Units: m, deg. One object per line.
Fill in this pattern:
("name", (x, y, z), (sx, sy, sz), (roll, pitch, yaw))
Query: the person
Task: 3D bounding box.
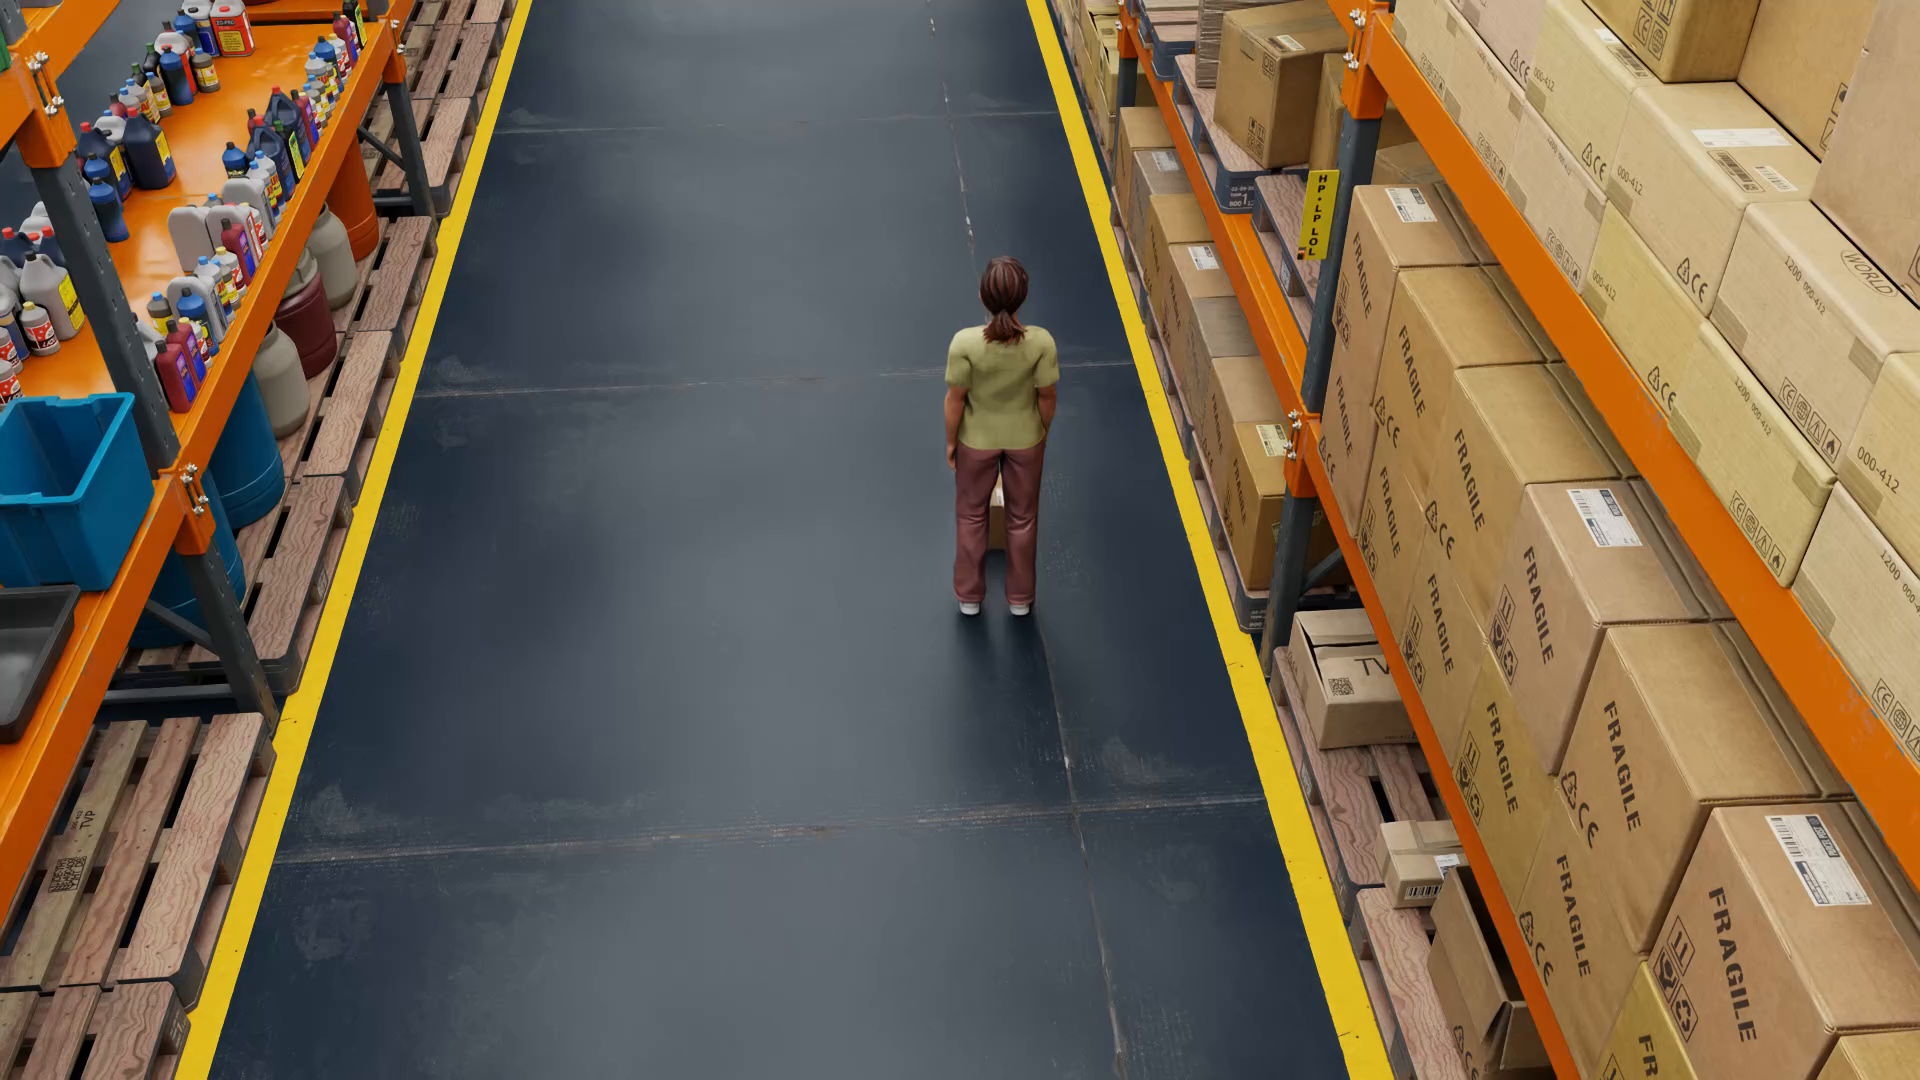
("person", (0.158, -0.388, 6.621), (0.444, 1.677, 0.396), (-2, 39, -2))
